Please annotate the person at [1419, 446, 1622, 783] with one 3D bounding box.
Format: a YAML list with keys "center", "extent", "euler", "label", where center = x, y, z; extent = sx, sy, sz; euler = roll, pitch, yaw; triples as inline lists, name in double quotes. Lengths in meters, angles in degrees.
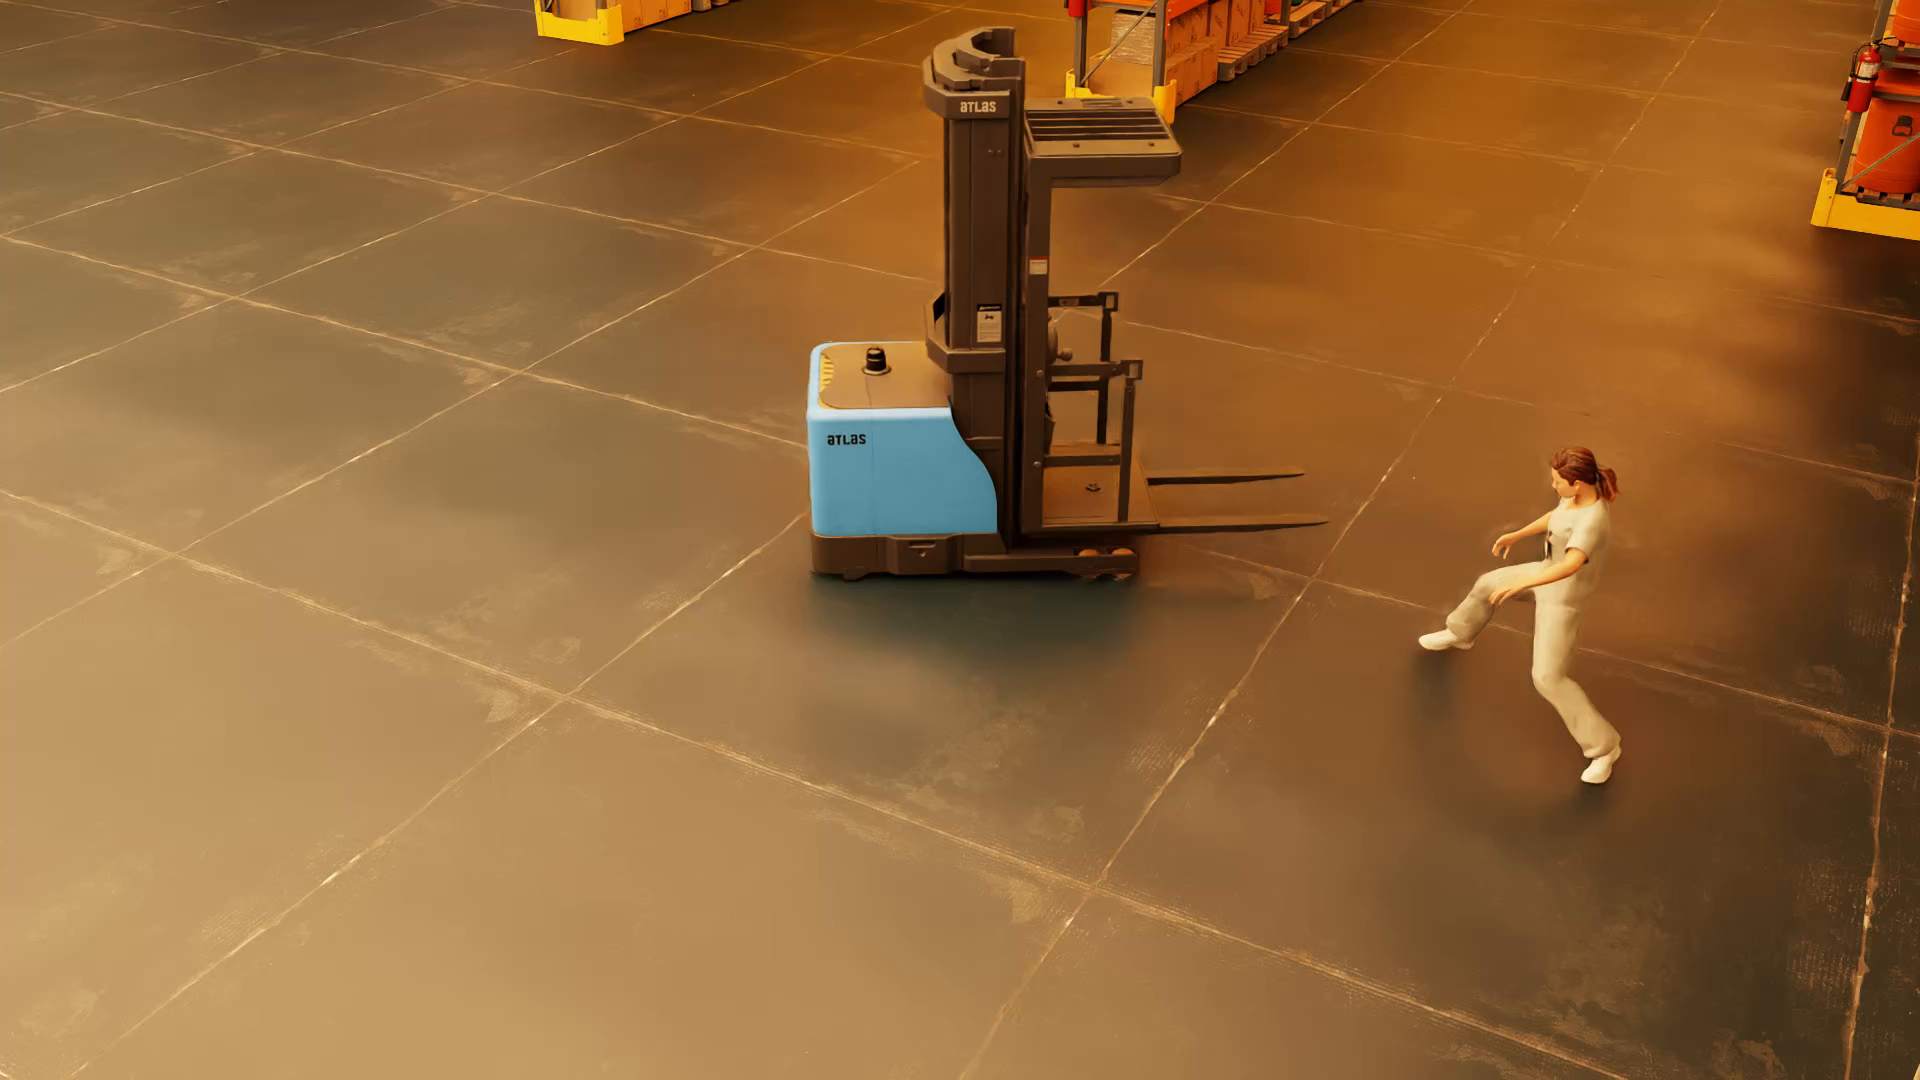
- center: [2.824, 0.229, 8.122]
  extent: [0.960, 1.501, 1.109]
  euler: [7, 31, 12]
  label: "person"

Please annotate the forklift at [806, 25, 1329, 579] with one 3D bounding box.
- center: [0.636, -1.312, 9.343]
  extent: [3.031, 2.935, 1.130]
  euler: [-1, 30, -3]
  label: "forklift"
